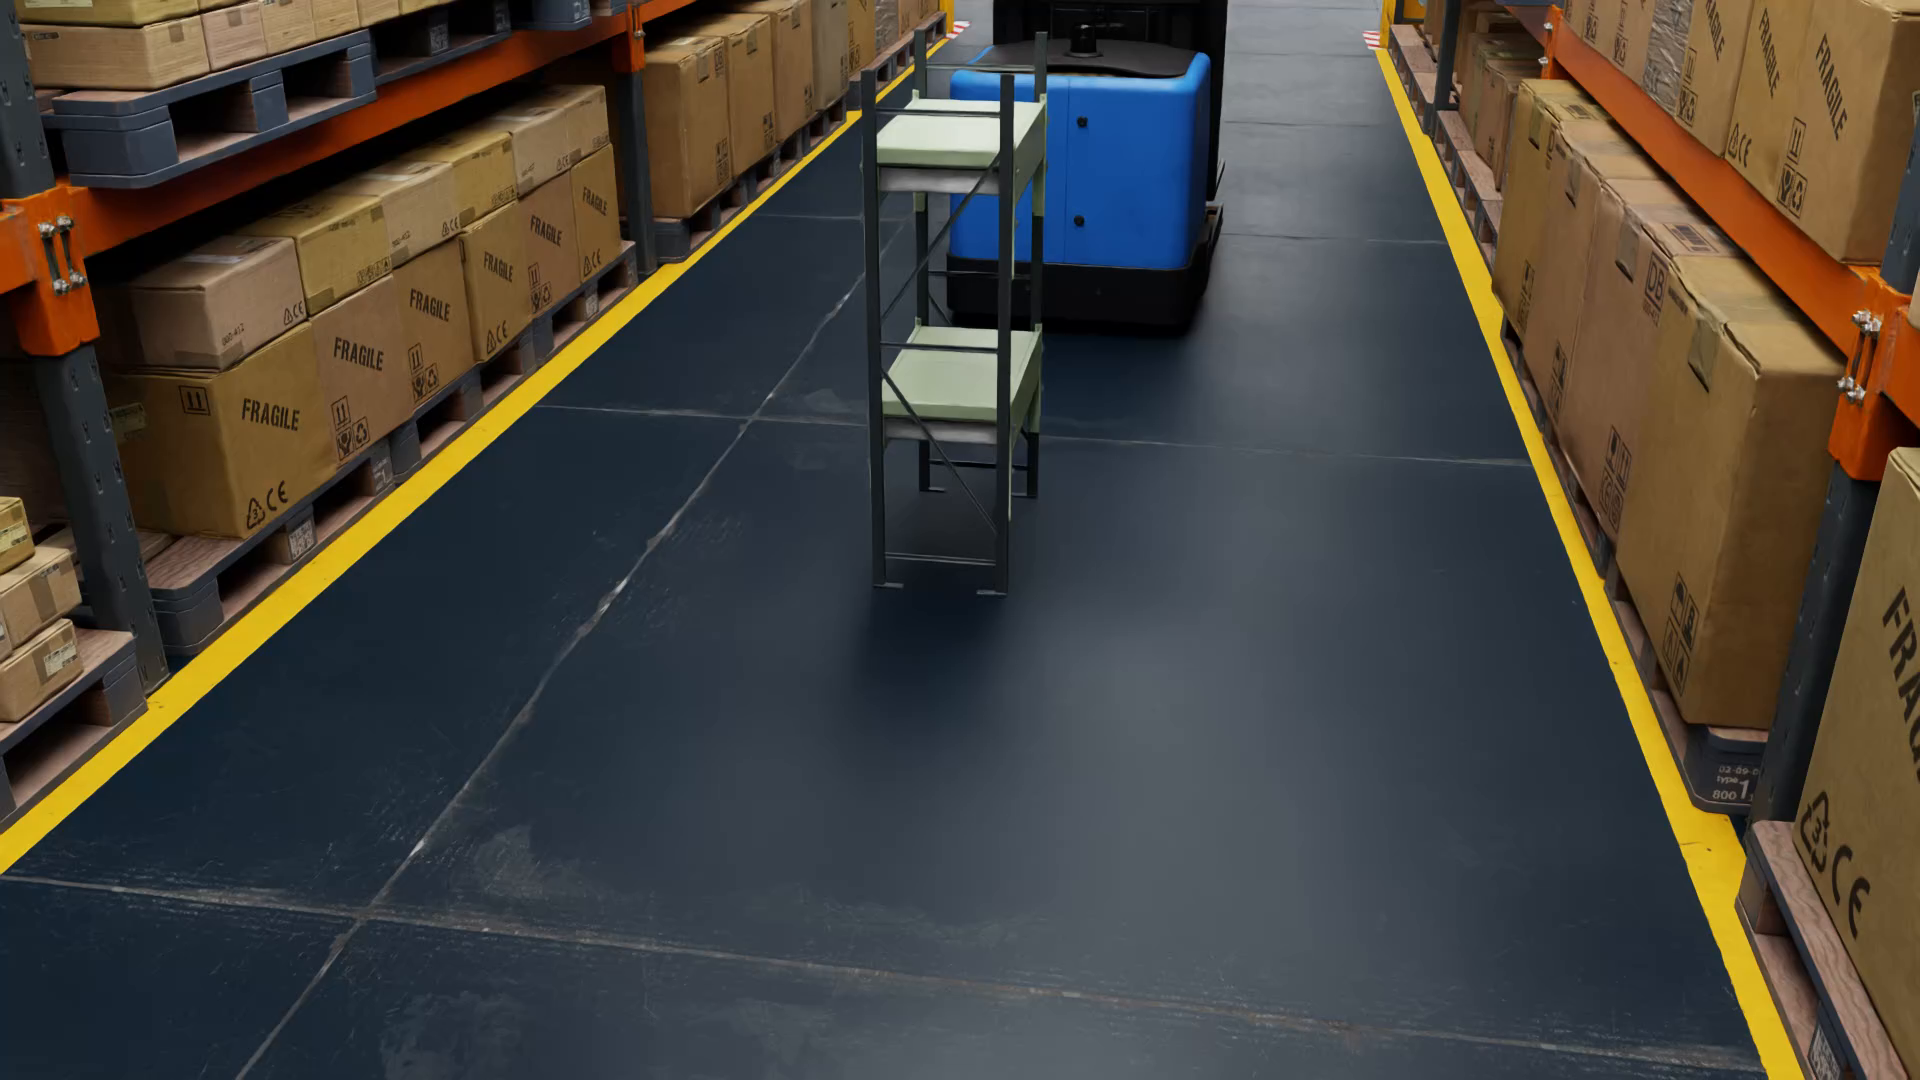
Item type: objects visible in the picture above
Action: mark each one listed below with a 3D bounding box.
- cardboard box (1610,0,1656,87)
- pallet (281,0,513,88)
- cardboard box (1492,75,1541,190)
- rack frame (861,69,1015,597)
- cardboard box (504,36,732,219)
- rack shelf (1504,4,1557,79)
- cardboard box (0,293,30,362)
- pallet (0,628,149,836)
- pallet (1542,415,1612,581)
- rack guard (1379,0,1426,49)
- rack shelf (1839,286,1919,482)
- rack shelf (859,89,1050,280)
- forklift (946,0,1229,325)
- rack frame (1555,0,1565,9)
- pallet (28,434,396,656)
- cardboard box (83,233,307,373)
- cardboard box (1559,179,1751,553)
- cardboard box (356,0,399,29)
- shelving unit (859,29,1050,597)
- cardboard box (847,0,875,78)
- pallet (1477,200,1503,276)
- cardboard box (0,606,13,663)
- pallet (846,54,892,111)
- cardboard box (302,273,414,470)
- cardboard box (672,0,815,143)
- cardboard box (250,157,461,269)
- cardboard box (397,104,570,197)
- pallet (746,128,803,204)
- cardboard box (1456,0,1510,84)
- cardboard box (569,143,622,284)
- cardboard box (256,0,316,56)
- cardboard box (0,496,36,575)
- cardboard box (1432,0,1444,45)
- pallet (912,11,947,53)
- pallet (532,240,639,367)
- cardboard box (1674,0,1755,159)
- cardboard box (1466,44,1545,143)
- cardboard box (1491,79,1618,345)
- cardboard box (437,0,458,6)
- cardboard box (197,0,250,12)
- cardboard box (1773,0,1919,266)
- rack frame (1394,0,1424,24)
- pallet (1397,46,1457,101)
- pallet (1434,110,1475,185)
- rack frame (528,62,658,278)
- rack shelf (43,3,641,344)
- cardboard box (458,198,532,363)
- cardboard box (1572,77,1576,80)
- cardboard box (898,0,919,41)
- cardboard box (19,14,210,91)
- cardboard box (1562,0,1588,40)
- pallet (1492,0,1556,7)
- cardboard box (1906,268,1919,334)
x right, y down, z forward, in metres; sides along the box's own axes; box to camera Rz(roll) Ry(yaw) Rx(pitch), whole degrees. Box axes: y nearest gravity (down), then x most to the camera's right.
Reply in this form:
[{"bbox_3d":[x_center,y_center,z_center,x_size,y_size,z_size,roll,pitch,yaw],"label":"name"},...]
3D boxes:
[{"bbox_3d":[2.404,-1.714,5.255,0.500,0.500,0.500,4,25,8],"label":"cardboard box"},{"bbox_3d":[-2.246,-1.751,5.680,1.003,0.211,1.213,4,25,9],"label":"pallet"},{"bbox_3d":[3.168,-2.102,8.633,0.700,0.500,0.500,6,26,13],"label":"cardboard box"},{"bbox_3d":[-0.059,-0.529,4.611,0.400,1.500,0.023,4,25,9],"label":"rack frame"},{"bbox_3d":[-1.774,-2.089,8.333,1.050,0.750,0.750,4,25,8],"label":"cardboard box"},{"bbox_3d":[3.241,-2.794,8.529,1.077,0.370,4.000,4,25,9],"label":"rack shelf"},{"bbox_3d":[-2.744,-0.723,4.825,0.500,0.250,0.500,3,25,7],"label":"cardboard box"},{"bbox_3d":[-2.691,0.550,3.826,1.003,0.211,1.213,4,25,9],"label":"pallet"},{"bbox_3d":[2.509,-0.187,5.400,1.003,0.211,1.213,4,25,9],"label":"pallet"},{"bbox_3d":[4.209,-4.465,14.200,1.175,0.500,0.348,4,25,9],"label":"rack guard"},{"bbox_3d":[1.934,0.552,1.381,1.077,0.370,4.000,4,25,9],"label":"rack shelf"},{"bbox_3d":[0.001,-1.036,4.773,0.431,0.370,0.720,4,25,9],"label":"rack shelf"},{"bbox_3d":[0.749,-2.833,7.846,1.130,2.935,3.031,5,26,11],"label":"forklift"},{"bbox_3d":[2.914,-2.283,6.589,1.000,3.000,0.127,4,25,9],"label":"rack frame"},{"bbox_3d":[-2.490,-0.059,5.127,1.003,0.211,1.213,4,25,9],"label":"pallet"},{"bbox_3d":[-2.235,-0.685,4.743,0.500,0.250,0.500,3,25,6],"label":"cardboard box"},{"bbox_3d":[2.491,-0.481,4.750,1.225,0.875,0.875,3,25,7],"label":"cardboard box"},{"bbox_3d":[-1.930,-1.637,5.011,0.380,0.149,0.250,3,25,6],"label":"cardboard box"},{"bbox_3d":[0.001,-0.682,4.938,0.431,1.500,0.755,4,25,9],"label":"shelving unit"},{"bbox_3d":[-1.137,-3.828,11.901,0.875,0.875,0.875,4,25,9],"label":"cardboard box"},{"bbox_3d":[3.044,-1.347,7.879,1.003,0.211,1.213,4,25,9],"label":"pallet"},{"bbox_3d":[-2.386,0.238,3.720,0.380,0.149,0.250,3,25,6],"label":"cardboard box"},{"bbox_3d":[-1.107,-3.392,12.247,1.003,0.211,1.213,4,25,9],"label":"pallet"},{"bbox_3d":[-2.149,-0.566,5.375,0.500,0.500,0.500,5,26,11],"label":"cardboard box"},{"bbox_3d":[-1.483,-2.844,9.947,1.050,0.750,0.750,4,25,9],"label":"cardboard box"},{"bbox_3d":[-2.062,-1.120,5.674,0.500,0.250,0.500,5,26,11],"label":"cardboard box"},{"bbox_3d":[-1.887,-1.551,6.593,0.500,0.250,0.500,4,25,9],"label":"cardboard box"},{"bbox_3d":[-1.558,-2.239,9.785,1.003,0.211,1.213,4,25,9],"label":"pallet"},{"bbox_3d":[3.759,-3.419,11.469,0.500,0.500,0.500,13,28,25],"label":"cardboard box"},{"bbox_3d":[-1.812,-1.434,7.228,0.500,0.500,0.500,4,25,8],"label":"cardboard box"},{"bbox_3d":[-2.014,-1.426,4.559,0.380,0.149,0.250,4,25,9],"label":"cardboard box"},{"bbox_3d":[-2.417,0.002,3.873,0.380,0.149,0.250,5,25,10],"label":"cardboard box"},{"bbox_3d":[4.039,-4.175,13.084,0.500,0.500,0.500,11,27,22],"label":"cardboard box"},{"bbox_3d":[-0.708,-4.412,14.427,1.003,0.211,1.213,4,25,9],"label":"pallet"},{"bbox_3d":[-2.092,-1.079,7.307,1.003,0.211,1.213,4,25,9],"label":"pallet"},{"bbox_3d":[2.234,-1.296,4.362,0.500,0.500,0.500,4,25,8],"label":"cardboard box"},{"bbox_3d":[3.350,-2.570,9.631,0.700,0.500,0.500,4,25,8],"label":"cardboard box"},{"bbox_3d":[2.781,-1.224,6.337,1.225,0.875,0.875,3,25,6],"label":"cardboard box"},{"bbox_3d":[-1.846,-1.857,5.480,0.380,0.149,0.250,3,25,6],"label":"cardboard box"},{"bbox_3d":[-2.058,-1.449,4.257,0.380,0.149,0.250,4,25,7],"label":"cardboard box"},{"bbox_3d":[2.068,-0.870,3.453,0.500,0.500,0.500,4,25,9],"label":"cardboard box"},{"bbox_3d":[4.222,-5.629,13.738,1.000,3.000,0.127,4,25,9],"label":"rack frame"},{"bbox_3d":[3.840,-3.488,12.453,1.003,0.211,1.213,4,25,9],"label":"pallet"},{"bbox_3d":[3.442,-2.367,10.059,1.003,0.211,1.213,4,25,9],"label":"pallet"},{"bbox_3d":[-1.962,-2.669,7.414,1.000,3.000,0.127,4,25,9],"label":"rack frame"},{"bbox_3d":[-2.289,-1.507,5.779,1.077,0.370,4.000,4,25,9],"label":"rack shelf"},{"bbox_3d":[-1.971,-0.995,6.290,0.500,0.500,0.500,3,25,6],"label":"cardboard box"},{"bbox_3d":[2.994,-1.972,7.470,0.500,0.250,0.500,5,26,11],"label":"cardboard box"},{"bbox_3d":[-0.842,-4.587,13.521,0.875,0.875,0.875,4,25,8],"label":"cardboard box"},{"bbox_3d":[-2.098,-1.205,4.088,0.380,0.149,0.250,3,25,6],"label":"cardboard box"},{"bbox_3d":[2.566,-2.144,6.174,0.500,0.500,0.500,5,26,10],"label":"cardboard box"},{"bbox_3d":[2.926,-2.502,7.283,1.213,0.211,1.003,4,25,9],"label":"pallet"},{"bbox_3d":[1.884,-0.396,2.854,0.380,0.149,0.250,4,25,9],"label":"cardboard box"}]
